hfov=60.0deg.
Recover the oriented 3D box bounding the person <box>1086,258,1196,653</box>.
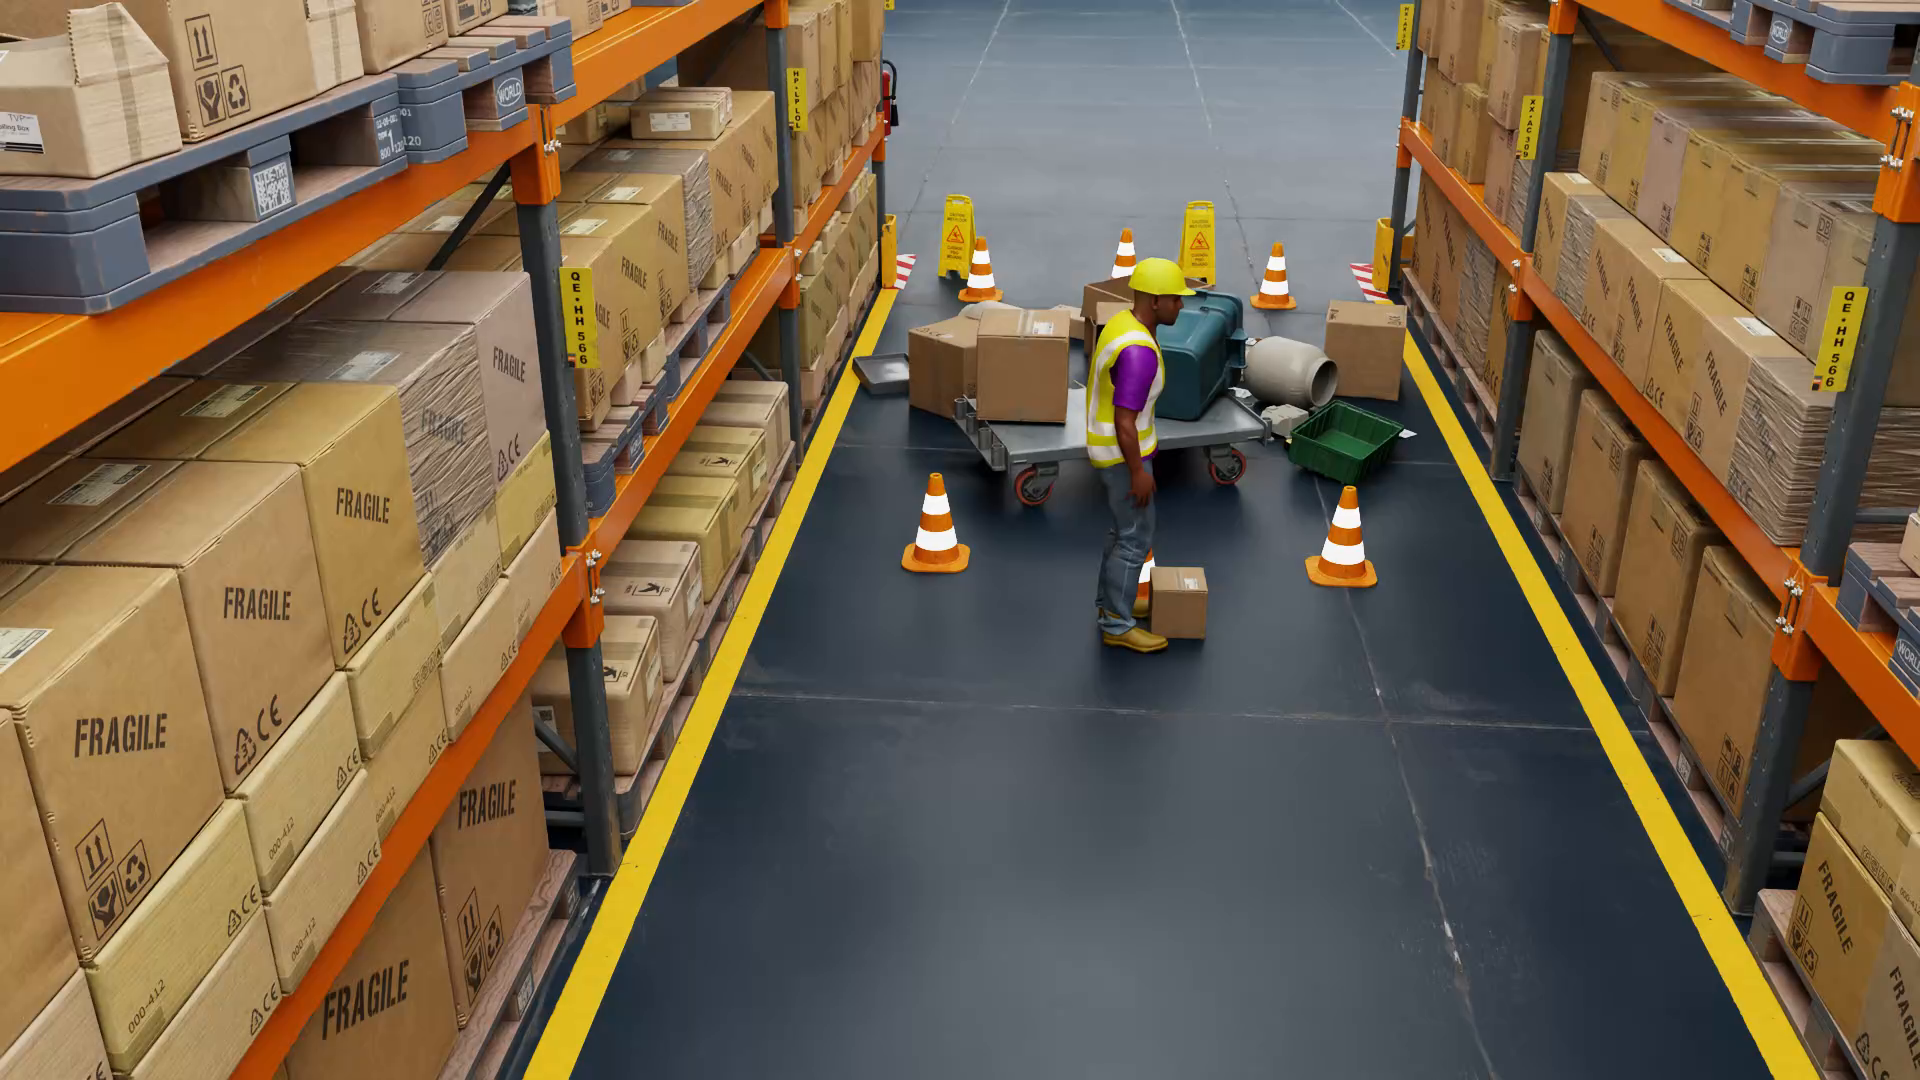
[{"bbox_3d":[0.785,-0.395,7.453,0.457,1.761,0.628,2,24,4],"label":"person"}]
